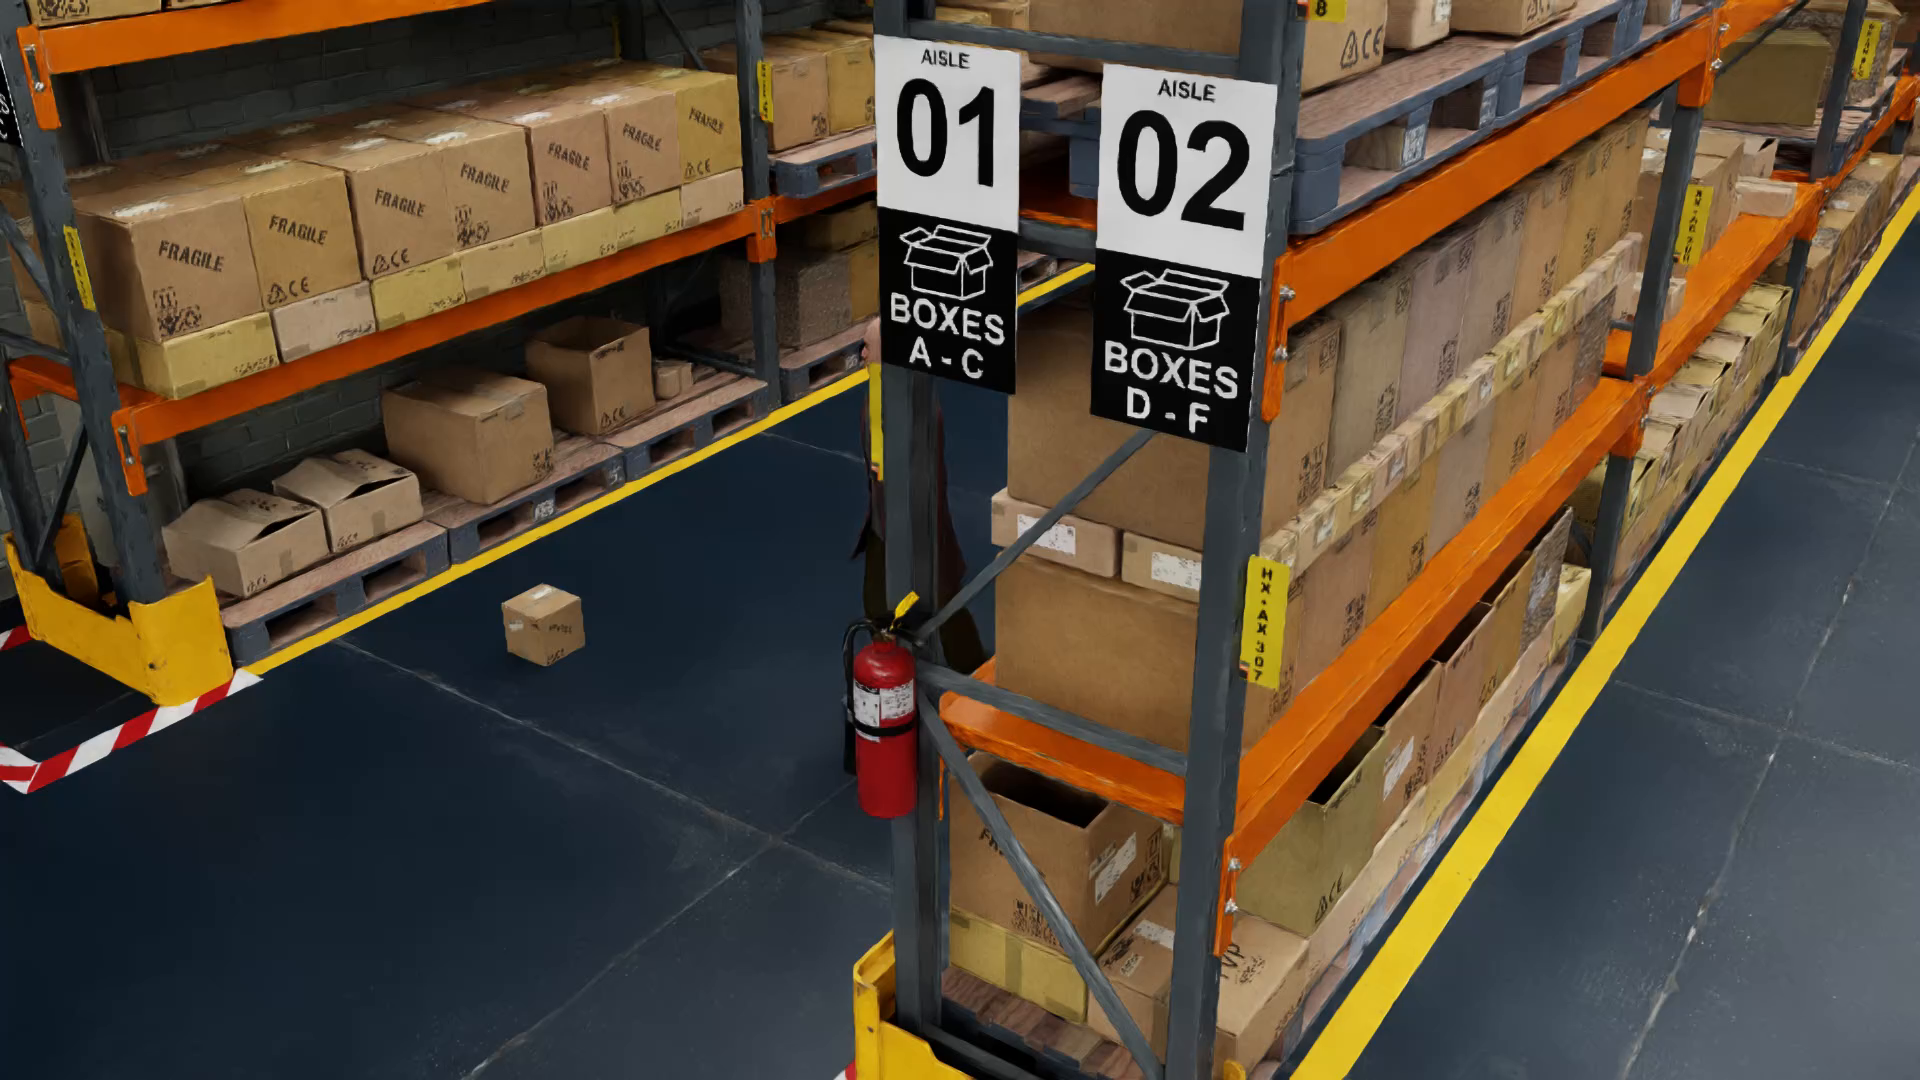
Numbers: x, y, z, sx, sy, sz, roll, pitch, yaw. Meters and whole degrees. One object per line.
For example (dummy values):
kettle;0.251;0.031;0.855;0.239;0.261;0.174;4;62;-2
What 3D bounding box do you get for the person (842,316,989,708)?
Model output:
person;-0.163;-0.065;6.765;0.641;1.769;0.608;-10;28;-19
